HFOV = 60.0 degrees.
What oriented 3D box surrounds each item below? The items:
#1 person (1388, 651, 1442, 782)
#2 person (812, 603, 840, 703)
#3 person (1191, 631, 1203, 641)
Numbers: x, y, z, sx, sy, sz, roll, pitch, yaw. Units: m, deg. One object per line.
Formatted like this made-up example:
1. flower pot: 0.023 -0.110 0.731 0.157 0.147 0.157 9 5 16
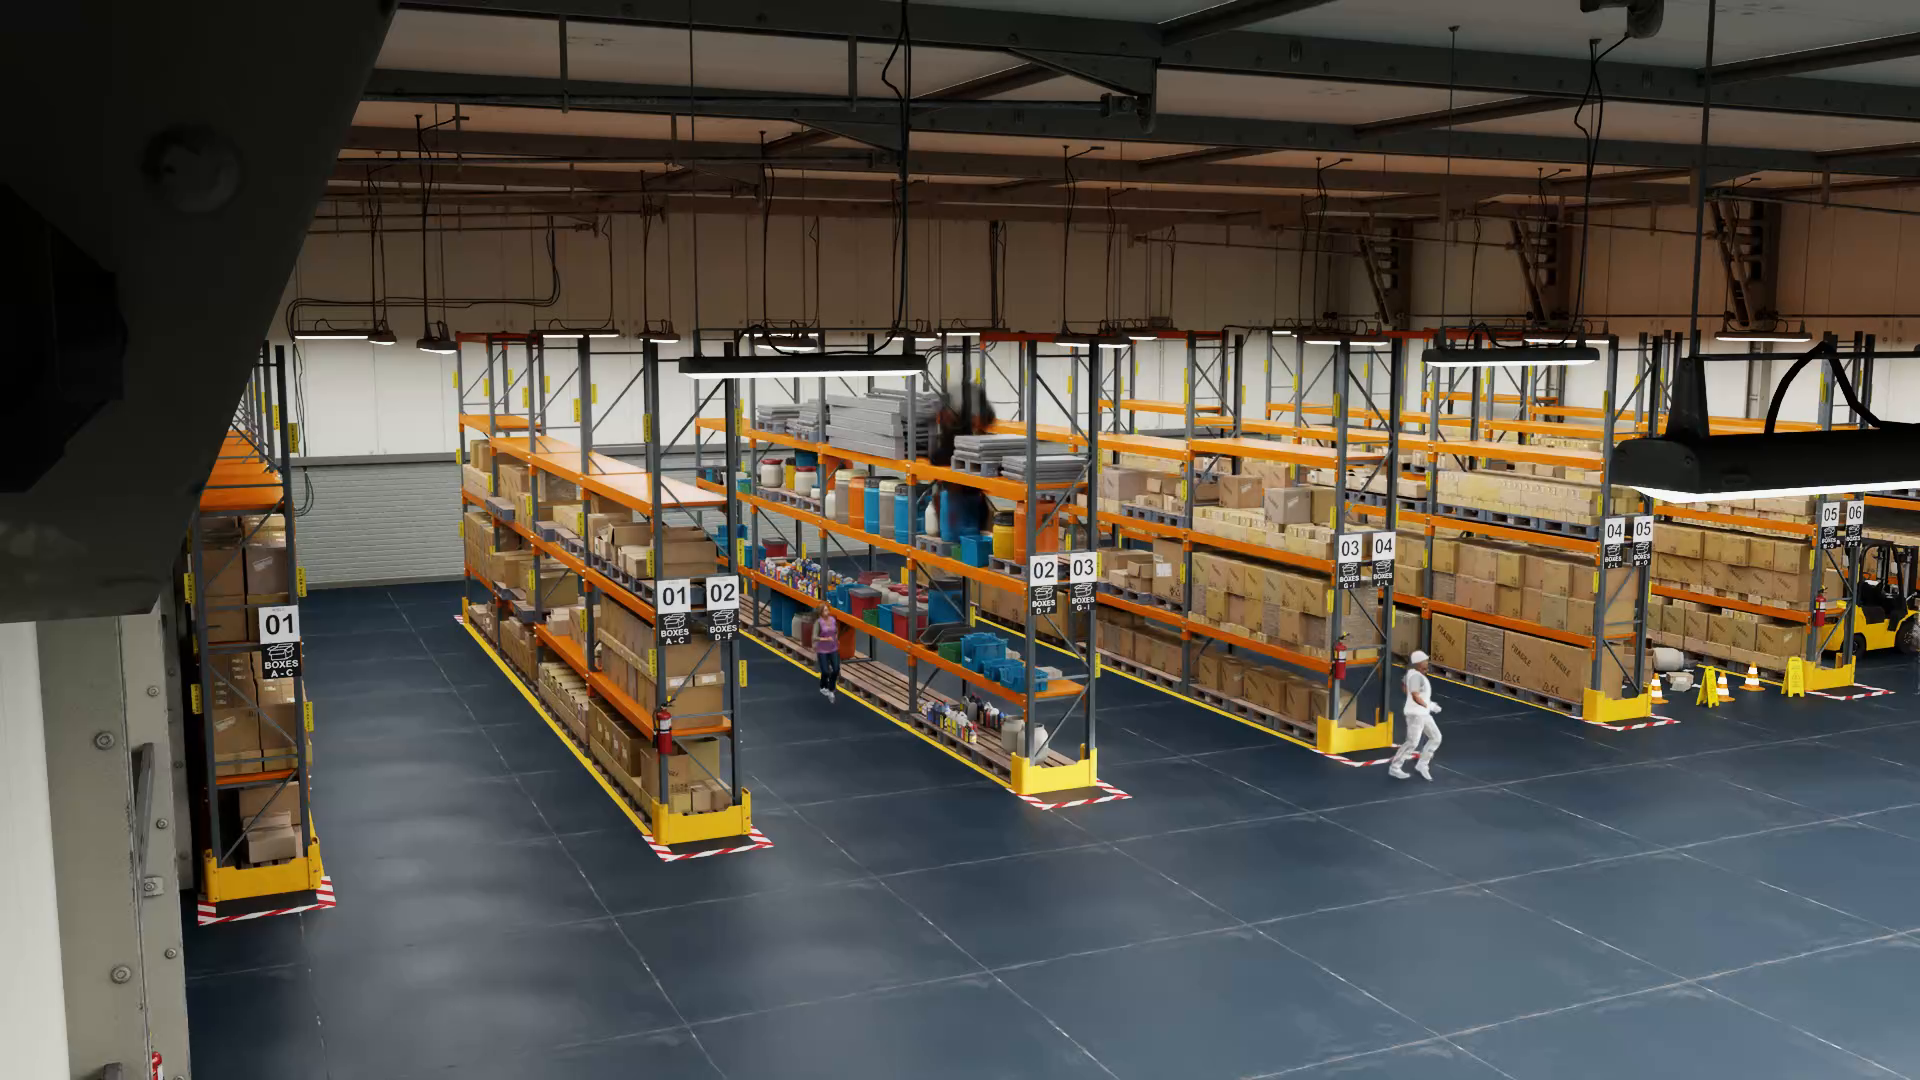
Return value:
1. person: 6.264 2.408 22.788 0.664 1.779 0.721 3 8 21
2. person: -2.118 1.800 26.491 0.510 1.613 0.628 -3 8 -22
3. person: 4.623 1.208 31.750 0.638 1.737 0.678 -6 9 -36
